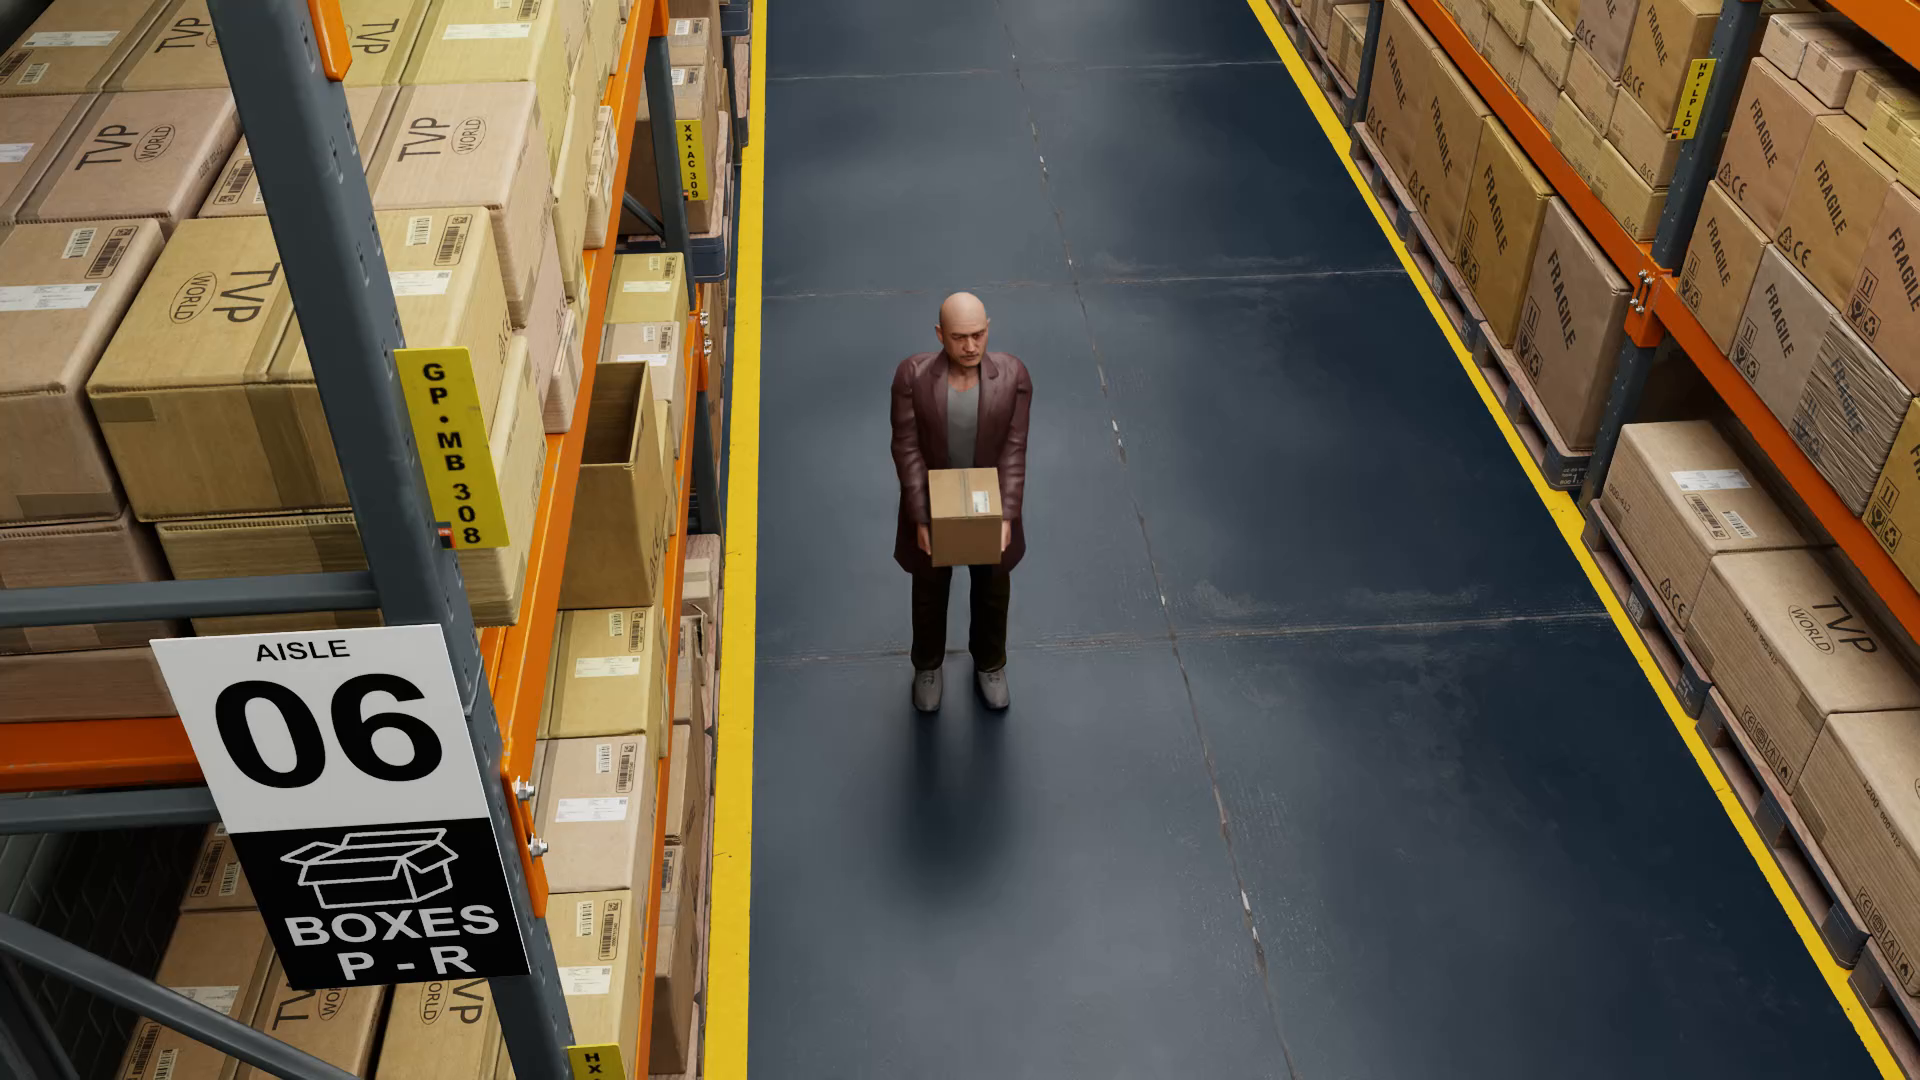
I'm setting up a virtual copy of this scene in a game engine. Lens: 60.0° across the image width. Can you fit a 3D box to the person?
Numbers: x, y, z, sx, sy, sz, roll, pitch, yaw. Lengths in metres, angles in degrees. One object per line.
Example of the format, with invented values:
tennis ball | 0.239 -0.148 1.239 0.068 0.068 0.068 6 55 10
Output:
person | 0.011 -0.056 6.239 0.526 1.776 0.554 -2 39 -3
